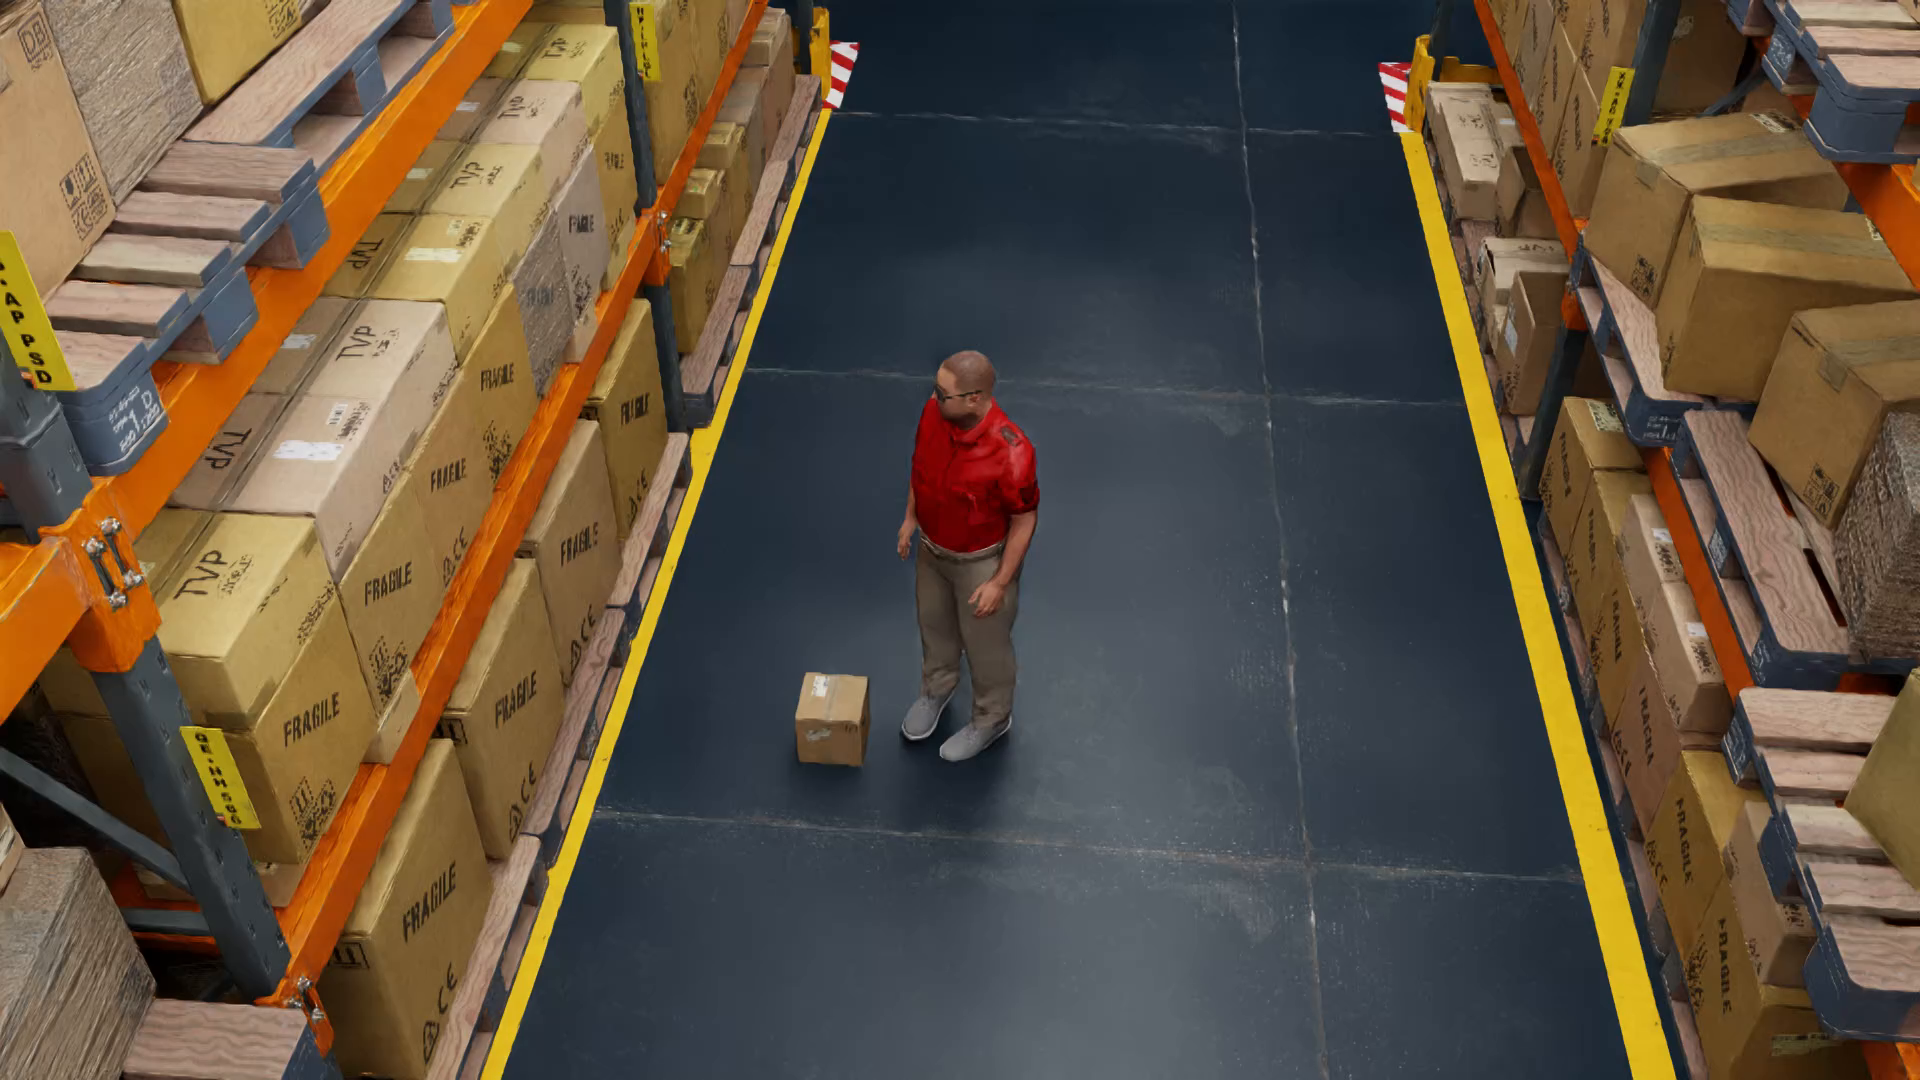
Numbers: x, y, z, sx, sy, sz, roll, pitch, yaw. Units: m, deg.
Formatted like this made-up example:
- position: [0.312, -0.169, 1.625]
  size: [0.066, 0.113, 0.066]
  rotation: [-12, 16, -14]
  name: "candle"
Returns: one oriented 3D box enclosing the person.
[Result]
- position: [-0.007, 0.079, 6.078]
  size: [0.430, 1.783, 0.588]
  rotation: [-30, 48, -31]
  name: "person"
